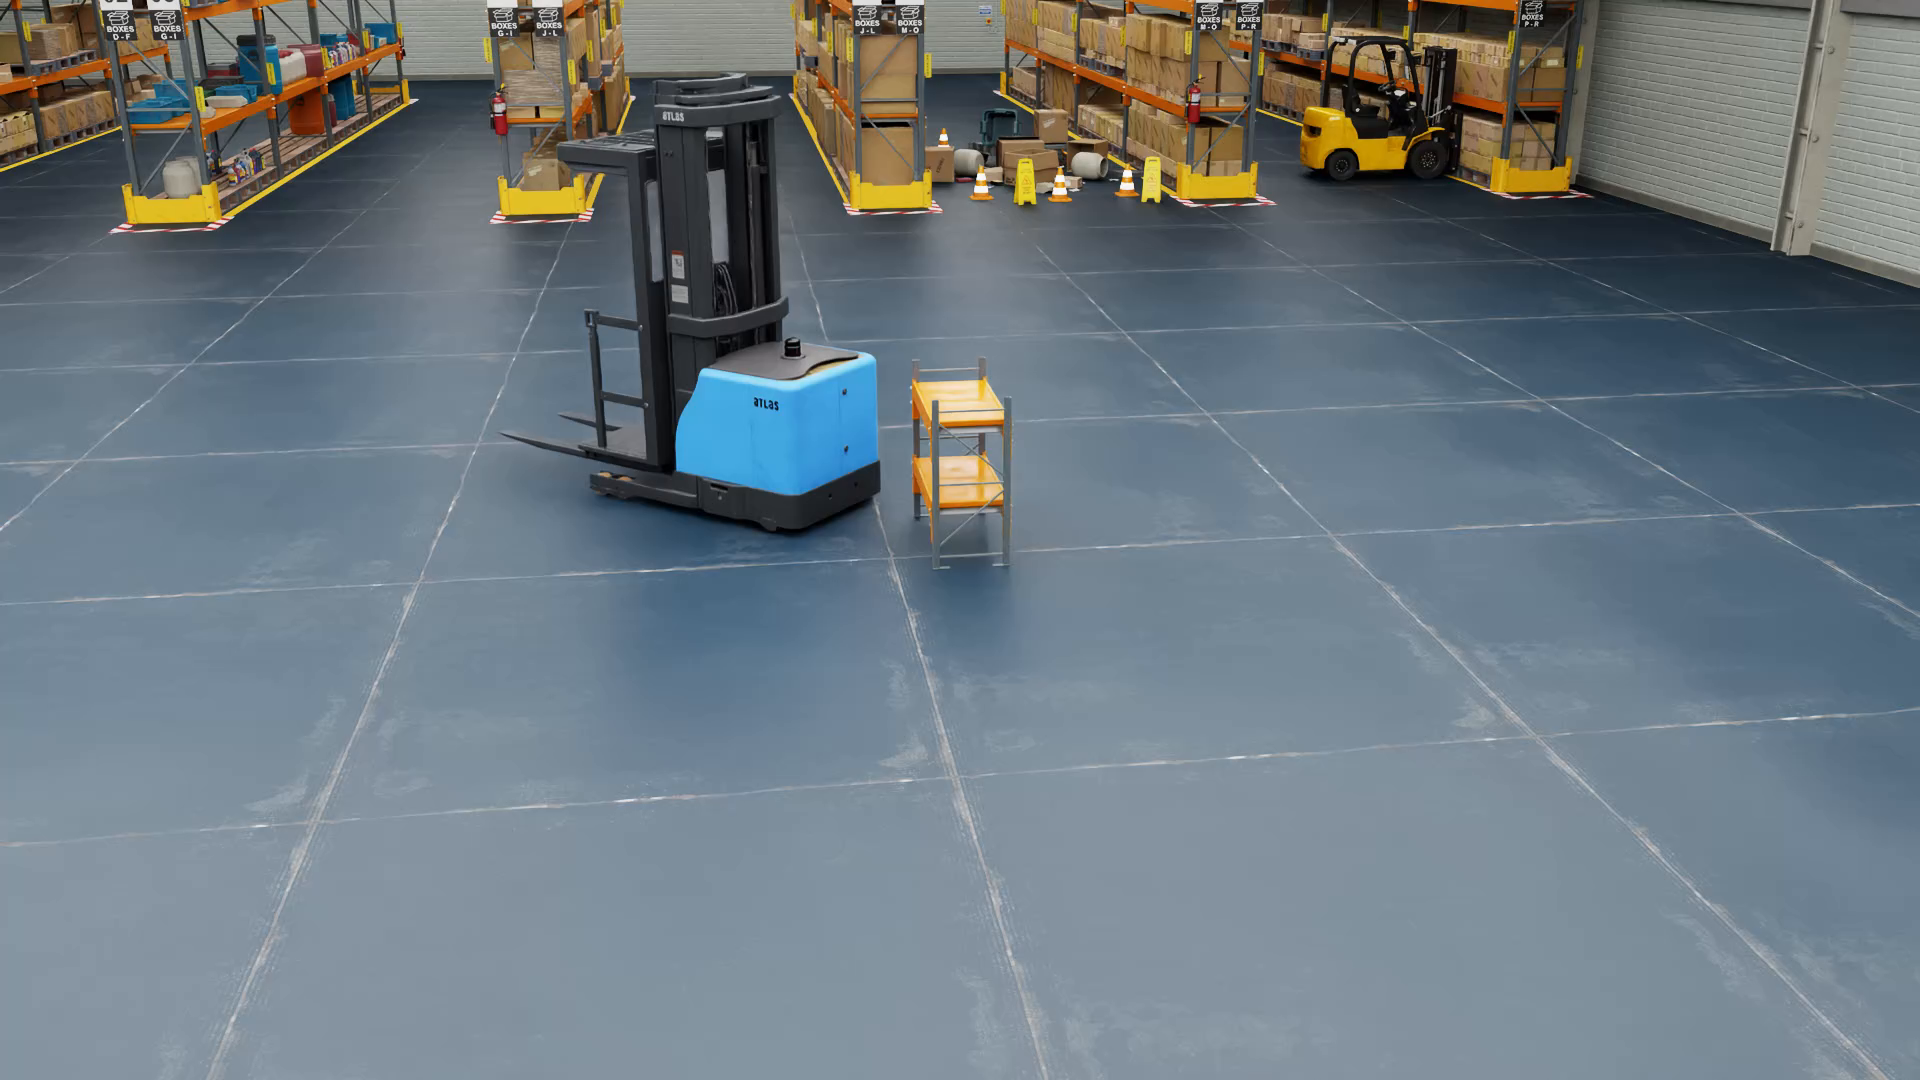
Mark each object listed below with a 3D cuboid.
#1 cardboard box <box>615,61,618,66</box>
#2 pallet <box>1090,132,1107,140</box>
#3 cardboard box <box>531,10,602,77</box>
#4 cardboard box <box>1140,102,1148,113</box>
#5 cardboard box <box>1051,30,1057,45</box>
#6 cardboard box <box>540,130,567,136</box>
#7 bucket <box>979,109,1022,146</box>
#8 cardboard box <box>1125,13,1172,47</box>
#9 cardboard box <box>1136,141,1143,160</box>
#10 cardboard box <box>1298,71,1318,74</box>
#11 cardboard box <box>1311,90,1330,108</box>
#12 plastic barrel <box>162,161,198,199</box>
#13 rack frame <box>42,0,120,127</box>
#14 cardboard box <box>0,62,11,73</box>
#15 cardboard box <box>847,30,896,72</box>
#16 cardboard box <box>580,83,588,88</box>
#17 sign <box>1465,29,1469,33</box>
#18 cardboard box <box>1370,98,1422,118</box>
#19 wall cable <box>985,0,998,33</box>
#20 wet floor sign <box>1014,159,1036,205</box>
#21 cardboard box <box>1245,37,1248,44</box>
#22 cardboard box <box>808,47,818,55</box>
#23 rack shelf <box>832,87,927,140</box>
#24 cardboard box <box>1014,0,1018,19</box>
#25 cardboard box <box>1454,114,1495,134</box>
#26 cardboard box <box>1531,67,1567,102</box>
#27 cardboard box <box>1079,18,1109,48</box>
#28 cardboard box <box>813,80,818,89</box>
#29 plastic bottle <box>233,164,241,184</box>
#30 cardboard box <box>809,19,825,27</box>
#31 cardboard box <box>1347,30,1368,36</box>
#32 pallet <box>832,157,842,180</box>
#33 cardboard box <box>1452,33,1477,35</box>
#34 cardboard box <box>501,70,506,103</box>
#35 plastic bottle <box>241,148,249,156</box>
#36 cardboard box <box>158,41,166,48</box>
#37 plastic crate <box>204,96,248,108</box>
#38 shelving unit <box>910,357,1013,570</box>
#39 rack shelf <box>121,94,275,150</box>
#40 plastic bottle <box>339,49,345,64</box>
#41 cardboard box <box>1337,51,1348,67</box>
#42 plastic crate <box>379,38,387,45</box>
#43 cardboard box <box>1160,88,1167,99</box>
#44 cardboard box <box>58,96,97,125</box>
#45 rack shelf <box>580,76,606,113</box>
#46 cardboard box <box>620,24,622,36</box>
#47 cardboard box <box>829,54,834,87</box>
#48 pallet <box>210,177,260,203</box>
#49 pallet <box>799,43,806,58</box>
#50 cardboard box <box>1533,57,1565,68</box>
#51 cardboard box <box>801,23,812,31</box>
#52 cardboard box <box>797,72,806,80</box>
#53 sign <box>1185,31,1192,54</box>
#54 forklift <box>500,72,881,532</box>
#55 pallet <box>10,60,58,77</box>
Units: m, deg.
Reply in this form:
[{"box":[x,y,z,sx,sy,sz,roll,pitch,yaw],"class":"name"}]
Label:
[{"box":[-7.677,-9.652,35.208,0.875,0.875,0.875,-3,21,-8],"class":"cardboard box"},{"box":[3.005,-7.335,30.552,1.003,0.211,1.213,-3,21,-8],"class":"pallet"},{"box":[-6.484,-8.208,27.448,1.000,1.000,1.000,-3,21,-7],"class":"cardboard box"},{"box":[3.151,-7.070,27.189,0.380,0.149,0.250,-2,21,-6],"class":"cardboard box"},{"box":[2.154,-10.185,33.699,0.500,0.250,0.500,-4,21,-9],"class":"cardboard box"},{"box":[-6.490,-6.333,26.859,0.500,0.500,0.500,-4,21,-9],"class":"cardboard box"},{"box":[0.716,-6.911,27.939,0.726,0.611,0.620,4,11,11],"class":"bucket"},{"box":[3.147,-8.439,27.528,0.700,0.500,0.500,-3,21,-8],"class":"cardboard box"},{"box":[3.204,-6.455,27.540,0.500,0.250,0.500,-2,21,-5],"class":"cardboard box"},{"box":[7.481,-10.012,35.780,0.380,0.149,0.250,-3,21,-7],"class":"cardboard box"},{"box":[7.359,-8.746,33.318,0.500,0.500,0.500,-2,21,-6],"class":"cardboard box"},{"box":[-11.003,-5.069,23.456,0.421,0.512,0.421,0,20,0],"class":"plastic barrel"},{"box":[-17.465,-9.720,32.953,1.000,3.000,0.127,-3,21,-8],"class":"rack frame"},{"box":[-16.879,-8.165,28.917,0.500,0.311,0.500,-2,21,-4],"class":"cardboard box"},{"box":[-1.195,-7.171,24.371,0.875,0.550,0.550,-3,21,-8],"class":"cardboard box"},{"box":[-6.186,-7.271,26.756,0.380,0.149,0.250,-3,21,-8],"class":"cardboard box"},{"box":[8.759,-8.671,28.794,0.100,0.325,0.005,-3,21,-8],"class":"sign"},{"box":[8.019,-7.733,30.428,0.875,0.625,0.625,-3,21,-8],"class":"cardboard box"},{"box":[0.733,-14.545,44.374,0.585,1.953,0.123,-3,21,-8],"class":"wall cable"},{"box":[0.955,-5.265,24.392,0.267,0.644,0.232,-7,21,-17],"class":"wet floor sign"},{"box":[6.629,-11.220,37.328,0.380,0.149,0.250,-2,21,-6],"class":"cardboard box"},{"box":[-2.688,-9.275,31.521,0.380,0.149,0.250,-3,21,-7],"class":"cardboard box"},{"box":[-1.297,-6.634,25.719,1.077,0.370,4.000,-3,21,-8],"class":"rack shelf"},{"box":[1.519,-12.081,37.704,0.500,0.500,0.500,-3,21,-8],"class":"cardboard box"},{"box":[8.249,-6.686,26.732,0.500,0.250,0.500,-3,21,-7],"class":"cardboard box"},{"box":[8.990,-7.047,25.654,0.500,0.500,0.500,-2,21,-6],"class":"cardboard box"},{"box":[2.557,-9.548,31.326,0.500,0.500,0.500,-4,21,-9],"class":"cardboard box"},{"box":[-2.604,-8.823,32.453,0.500,0.250,0.500,-3,21,-7],"class":"cardboard box"},{"box":[-10.800,-5.470,24.828,0.061,0.283,0.133,-3,21,-7],"class":"plastic bottle"},{"box":[-3.088,-10.773,35.204,0.500,0.500,0.500,-3,21,-8],"class":"cardboard box"},{"box":[7.540,-9.540,31.402,0.380,0.149,0.250,-3,21,-7],"class":"cardboard box"},{"box":[-1.553,-6.090,27.220,1.003,0.211,1.213,-3,21,-8],"class":"pallet"},{"box":[8.550,-8.506,28.207,0.380,0.149,0.250,-3,21,-9],"class":"cardboard box"},{"box":[-6.175,-6.608,24.054,0.875,0.500,0.500,-3,21,-8],"class":"cardboard box"},{"box":[-11.174,-5.948,26.011,0.144,0.351,0.185,-3,21,-8],"class":"plastic bottle"},{"box":[-17.708,-11.010,36.265,0.500,0.500,0.500,-2,21,-6],"class":"cardboard box"},{"box":[-10.925,-6.526,24.777,0.530,0.136,0.437,-3,21,-8],"class":"plastic crate"},{"box":[-0.001,-0.529,11.026,0.538,1.125,1.048,-3,21,-8],"class":"shelving unit"},{"box":[-11.121,-6.169,24.474,1.077,0.370,4.000,-3,21,-8],"class":"rack shelf"},{"box":[-12.008,-9.362,32.173,0.152,0.276,0.135,-3,21,-8],"class":"plastic bottle"},{"box":[7.523,-9.174,31.706,0.500,0.250,0.500,-3,21,-9],"class":"cardboard box"},{"box":[-12.843,-10.985,36.631,0.396,0.136,0.243,-3,21,-8],"class":"plastic crate"},{"box":[3.356,-7.003,26.039,0.380,0.149,0.250,-3,21,-8],"class":"cardboard box"},{"box":[-16.975,-8.253,31.970,0.500,0.500,0.500,-3,21,-7],"class":"cardboard box"},{"box":[-6.797,-7.804,28.851,1.077,0.370,4.000,-3,21,-8],"class":"rack shelf"},{"box":[-7.906,-11.518,37.556,0.500,0.250,0.500,-3,21,-9],"class":"cardboard box"},{"box":[-1.925,-7.877,27.877,0.500,0.500,0.500,-3,21,-8],"class":"cardboard box"},{"box":[-11.175,-5.234,24.929,1.003,0.211,1.213,-3,21,-8],"class":"pallet"},{"box":[-2.772,-10.071,34.169,1.003,0.211,1.213,-3,21,-8],"class":"pallet"},{"box":[8.994,-7.296,25.394,0.380,0.149,0.250,-3,21,-9],"class":"cardboard box"},{"box":[-2.985,-10.271,33.338,0.380,0.149,0.250,-3,21,-8],"class":"cardboard box"},{"box":[-3.508,-10.577,37.871,0.380,0.149,0.250,-3,21,-8],"class":"cardboard box"},{"box":[3.323,-7.233,24.187,0.100,0.325,0.005,-3,21,-8],"class":"sign"},{"box":[-2.087,-1.803,11.855,3.031,2.935,1.130,13,24,30],"class":"forklift"},{"box":[-17.055,-8.476,29.897,1.213,0.211,1.003,-3,21,-8],"class":"pallet"}]
